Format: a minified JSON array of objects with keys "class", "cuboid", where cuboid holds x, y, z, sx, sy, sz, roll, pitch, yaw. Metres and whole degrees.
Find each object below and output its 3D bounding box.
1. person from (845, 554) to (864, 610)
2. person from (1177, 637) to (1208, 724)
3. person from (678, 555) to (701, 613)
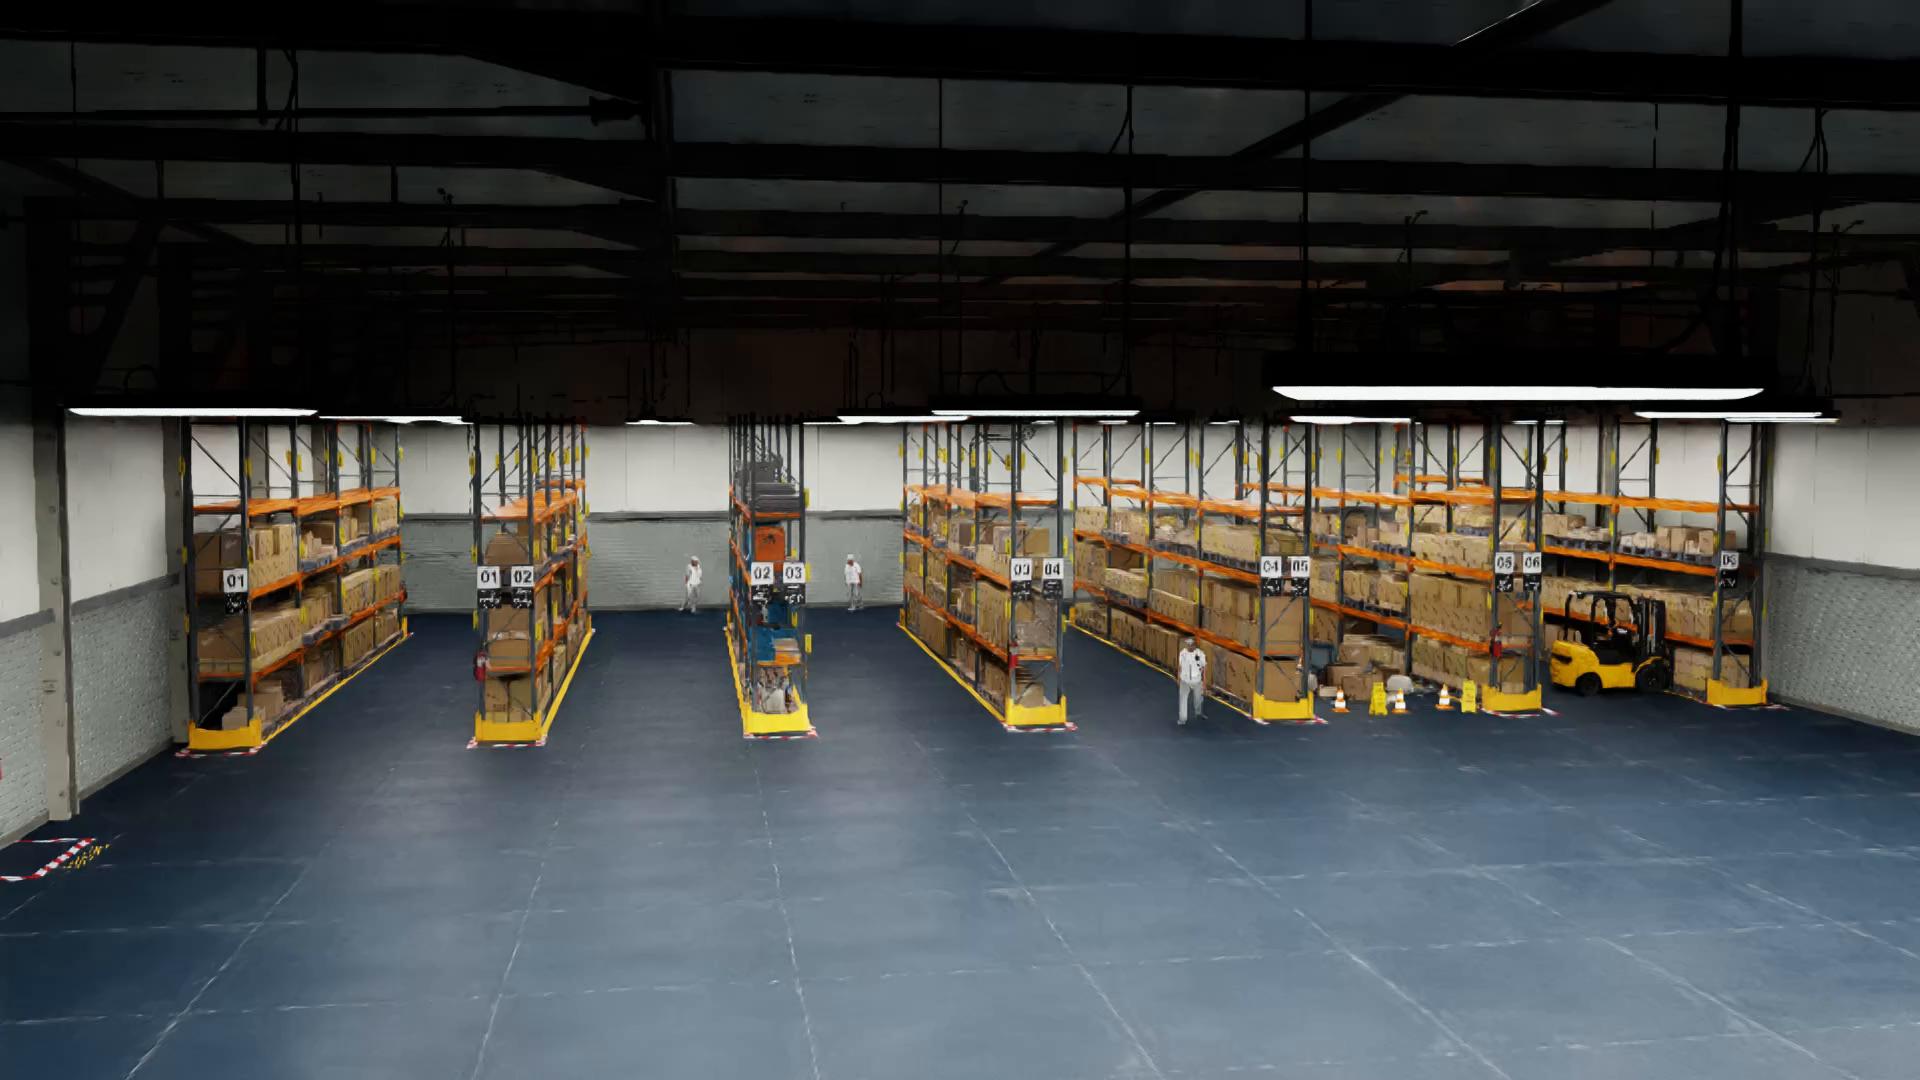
[{"class":"person","cuboid":[-3.315,1.317,52.021,0.611,1.753,0.579,2,4,26]},{"class":"person","cuboid":[4.480,2.689,32.111,0.582,1.700,0.978,1,4,12]},{"class":"person","cuboid":[-8.313,1.358,51.185,0.525,1.774,0.748,3,5,40]}]
